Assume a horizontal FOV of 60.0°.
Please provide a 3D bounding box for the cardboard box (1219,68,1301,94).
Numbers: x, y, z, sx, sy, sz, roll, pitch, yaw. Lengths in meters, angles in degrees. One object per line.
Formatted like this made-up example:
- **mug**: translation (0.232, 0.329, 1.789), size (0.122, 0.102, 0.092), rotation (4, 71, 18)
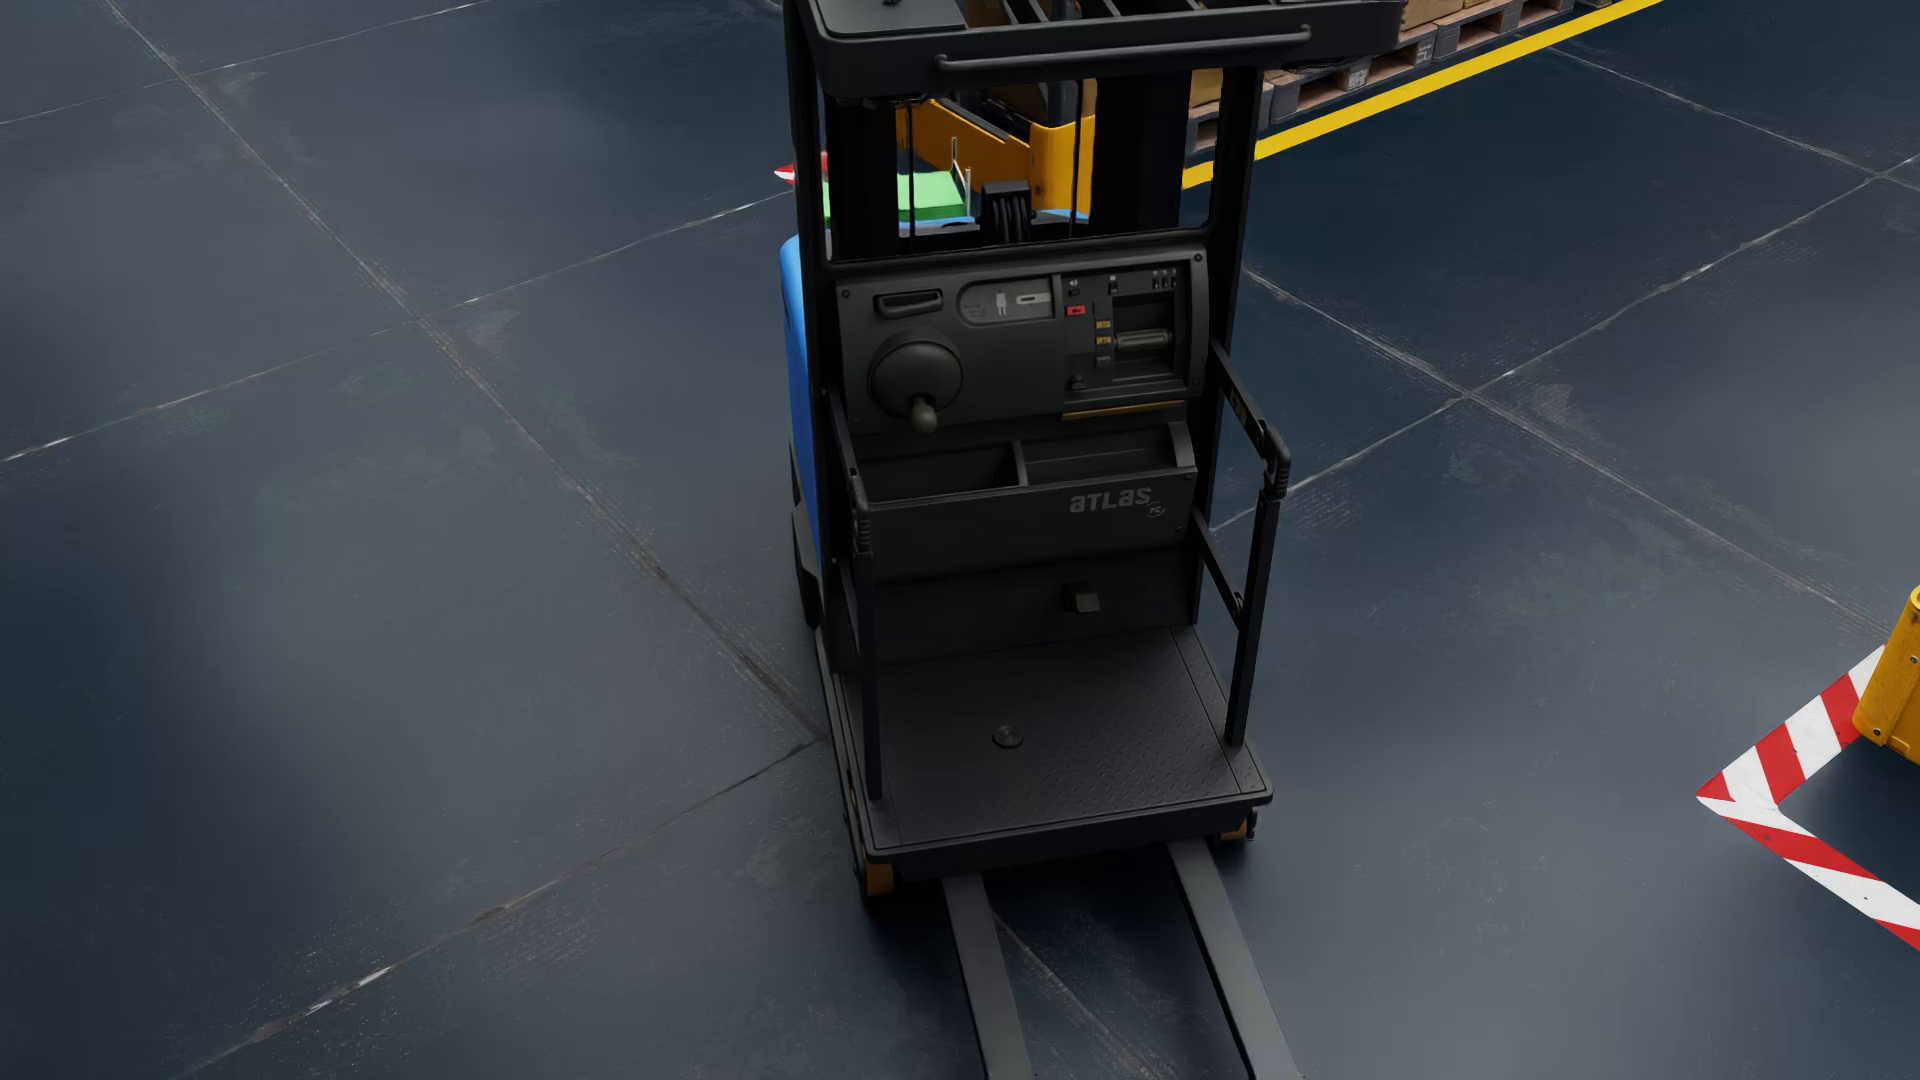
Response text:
- **cardboard box**: translation (1.358, -2.861, 8.217), size (0.875, 0.875, 0.875), rotation (-26, 46, -28)

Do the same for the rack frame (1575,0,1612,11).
- **rack frame**: translation (3.349, -4.427, 8.782), size (0.127, 3.000, 1.000), rotation (-26, 46, -28)

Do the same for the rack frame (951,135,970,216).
- **rack frame**: translation (0.000, -0.796, 5.775), size (0.015, 1.200, 0.240), rotation (-8, 40, -9)

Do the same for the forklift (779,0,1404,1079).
- **forklift**: translation (0.207, -0.417, 3.948), size (1.130, 2.935, 3.031), rotation (-7, 40, -9)

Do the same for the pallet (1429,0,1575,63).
- **pallet**: translation (2.698, -3.094, 9.356), size (1.213, 0.211, 1.003), rotation (-26, 46, -28)

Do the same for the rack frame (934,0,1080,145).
- **rack frame**: translation (0.177, -2.881, 6.897), size (0.127, 3.000, 1.000), rotation (-26, 46, -28)

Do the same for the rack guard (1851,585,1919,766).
- **rack guard**: translation (3.184, 0.592, 4.634), size (0.348, 0.500, 1.175), rotation (-26, 46, -28)

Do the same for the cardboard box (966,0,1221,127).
- **cardboard box**: translation (0.636, -2.510, 7.788), size (0.875, 0.875, 0.875), rotation (-26, 46, -28)

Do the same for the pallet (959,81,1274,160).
- **pallet**: translation (0.764, -2.151, 8.206), size (1.213, 0.211, 1.003), rotation (-26, 46, -28)

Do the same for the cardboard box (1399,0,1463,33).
- **cardboard box**: translation (2.063, -3.205, 8.636), size (0.875, 0.875, 0.875), rotation (-26, 46, -28)

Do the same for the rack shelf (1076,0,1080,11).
- **rack shelf**: translation (1.763, -3.376, 8.068), size (4.000, 0.370, 1.077), rotation (-26, 46, -28)

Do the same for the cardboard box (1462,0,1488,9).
- **cardboard box**: translation (2.777, -3.553, 9.060), size (0.875, 0.875, 0.875), rotation (-26, 46, -28)

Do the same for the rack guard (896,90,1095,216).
- **rack guard**: translation (0.158, -1.905, 7.679), size (0.348, 0.500, 1.175), rotation (-26, 46, -28)

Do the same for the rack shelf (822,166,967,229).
- **rack shelf**: translation (-0.239, -1.086, 5.472), size (0.480, 0.148, 0.258), rotation (-8, 40, -9)

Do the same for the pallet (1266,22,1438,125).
- **pallet**: translation (1.730, -2.620, 8.778), size (1.213, 0.211, 1.003), rotation (-26, 46, -28)

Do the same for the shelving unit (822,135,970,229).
- **shelving unit**: translation (-0.239, -0.765, 5.736), size (0.503, 1.200, 0.258), rotation (-8, 40, -9)
